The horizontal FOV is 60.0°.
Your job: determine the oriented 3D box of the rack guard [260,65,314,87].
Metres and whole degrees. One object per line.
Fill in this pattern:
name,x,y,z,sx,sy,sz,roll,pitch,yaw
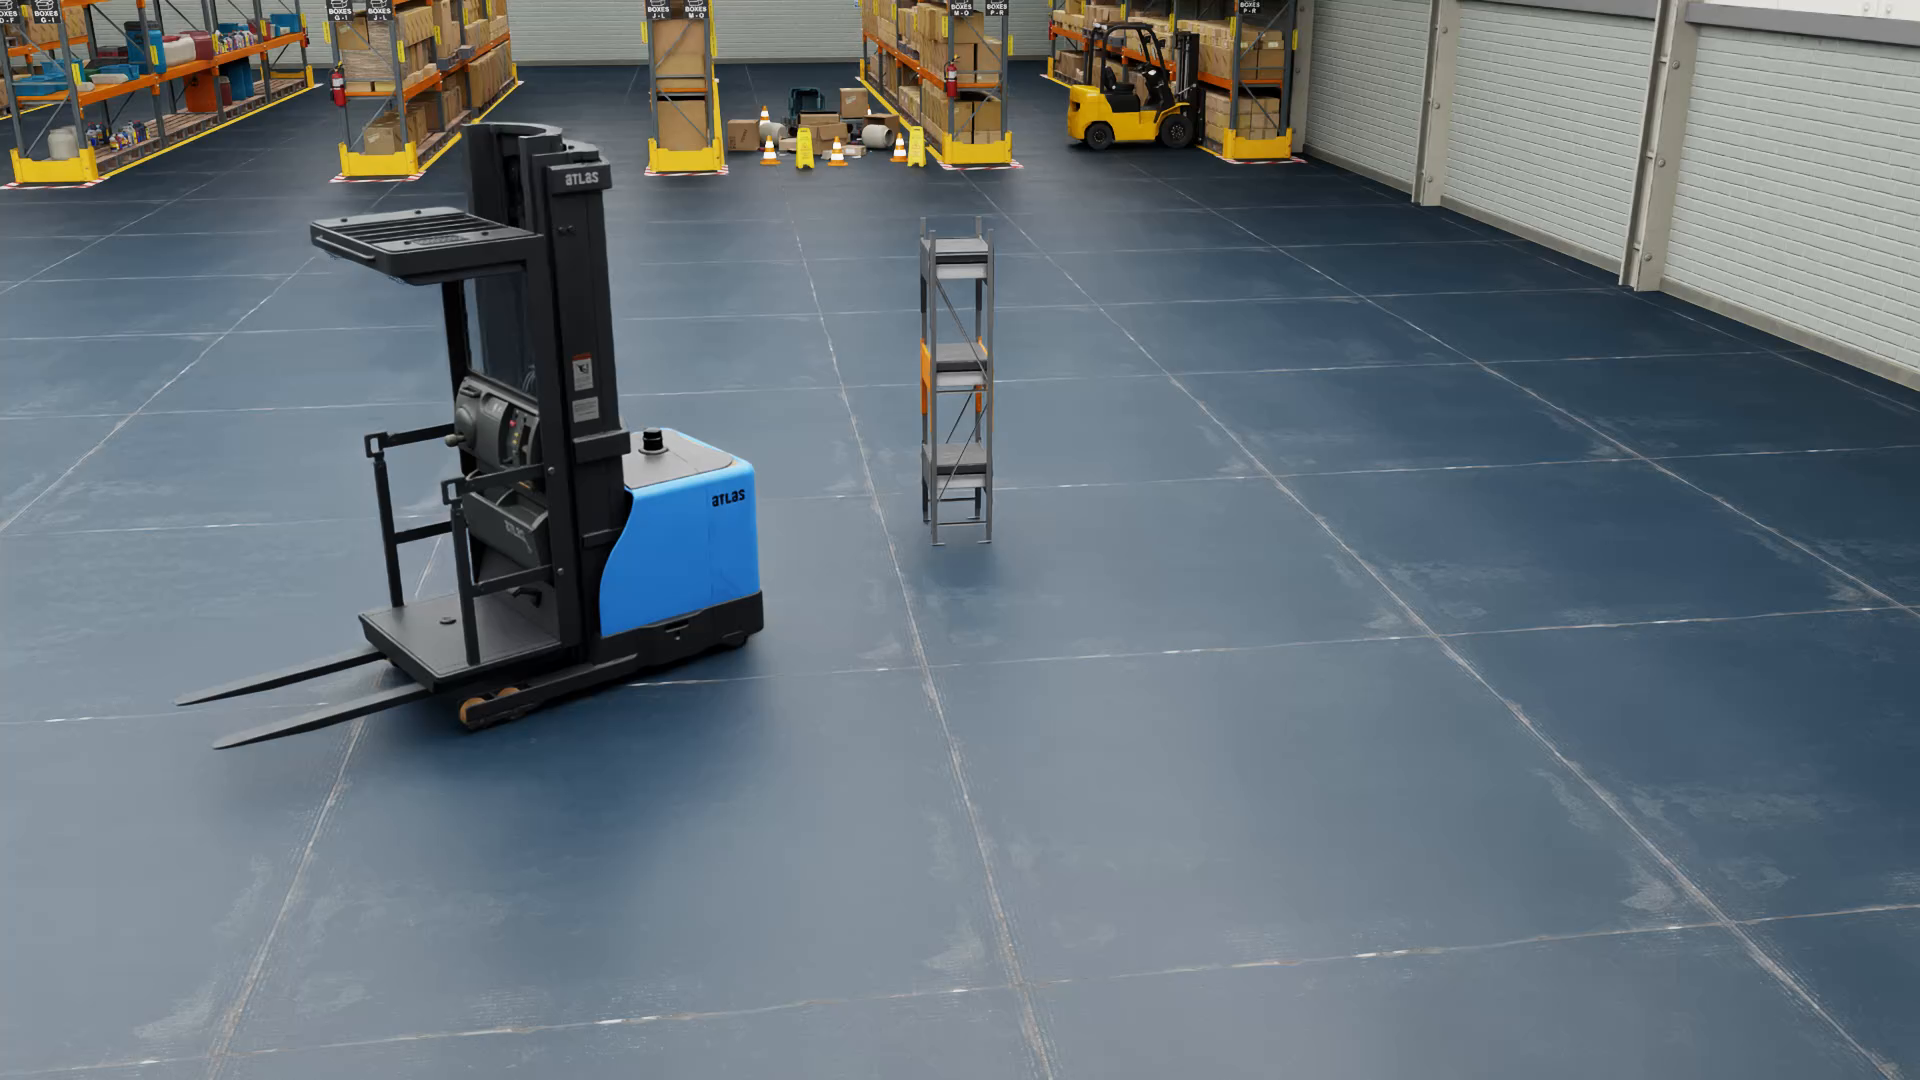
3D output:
rack guard,-16.729,-11.525,41.358,1.175,0.500,0.348,-3,21,-8

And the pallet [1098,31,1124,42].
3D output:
pallet,3.775,-11.502,38.000,1.003,0.211,1.213,-3,21,-8

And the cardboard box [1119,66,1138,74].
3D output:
cardboard box,3.738,-10.407,36.839,0.380,0.149,0.250,-4,21,-10

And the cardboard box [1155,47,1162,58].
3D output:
cardboard box,4.227,-9.799,33.380,0.500,0.250,0.500,-3,21,-8

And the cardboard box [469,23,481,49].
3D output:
cardboard box,-10.683,-10.926,36.038,0.500,0.500,0.500,-3,21,-8

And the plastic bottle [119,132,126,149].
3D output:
plastic bottle,-14.423,-6.873,28.601,0.097,0.271,0.097,0,20,0

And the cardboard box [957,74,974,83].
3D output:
cardboard box,0.036,-7.899,28.437,0.380,0.149,0.250,-2,21,-6

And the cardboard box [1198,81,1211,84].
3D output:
cardboard box,4.899,-8.751,32.259,0.500,0.250,0.500,-3,21,-7

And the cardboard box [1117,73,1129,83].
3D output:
cardboard box,3.786,-10.081,36.891,0.500,0.500,0.500,-2,21,-6

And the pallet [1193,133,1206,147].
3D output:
pallet,4.889,-7.527,31.068,1.003,0.211,1.213,-3,21,-8

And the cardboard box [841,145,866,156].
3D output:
cardboard box,-1.886,-6.914,29.515,0.380,0.149,0.250,8,22,20

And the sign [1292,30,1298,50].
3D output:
sign,5.763,-8.618,28.653,0.100,0.325,0.005,-3,21,-8

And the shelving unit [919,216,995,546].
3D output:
shelving unit,-0.024,-1.041,11.002,0.431,2.100,0.503,-3,21,-8

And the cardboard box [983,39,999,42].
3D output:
cardboard box,0.430,-8.441,28.962,0.500,0.500,0.500,-2,21,-6

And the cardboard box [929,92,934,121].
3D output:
cardboard box,-0.295,-7.960,30.500,0.500,0.500,0.500,-2,21,-5

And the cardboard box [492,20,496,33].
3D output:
cardboard box,-11.110,-11.970,38.768,0.500,0.250,0.500,-3,21,-8

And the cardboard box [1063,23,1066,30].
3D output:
cardboard box,2.819,-12.995,42.082,0.380,0.149,0.250,-4,21,-9

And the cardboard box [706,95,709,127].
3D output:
cardboard box,-5.337,-8.351,31.904,1.050,0.750,0.750,-3,21,-8

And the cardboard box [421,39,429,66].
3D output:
cardboard box,-10.078,-8.810,29.950,0.875,0.500,0.500,-3,21,-8

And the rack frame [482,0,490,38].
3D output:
rack frame,-11.235,-11.553,37.861,1.000,3.000,0.127,-3,21,-8

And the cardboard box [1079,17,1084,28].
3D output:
cardboard box,3.168,-12.537,40.286,0.500,0.250,0.500,-2,21,-6

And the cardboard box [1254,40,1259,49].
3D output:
cardboard box,5.322,-8.713,29.187,0.380,0.149,0.250,-3,21,-8

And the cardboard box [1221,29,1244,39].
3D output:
cardboard box,4.822,-8.926,29.332,0.380,0.149,0.250,-2,21,-7

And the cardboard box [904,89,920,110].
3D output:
cardboard box,-0.666,-9.182,34.669,0.950,0.372,0.625,-3,21,-9

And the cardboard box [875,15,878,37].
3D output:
cardboard box,-1.748,-12.247,39.577,0.500,0.500,0.500,-3,21,-7

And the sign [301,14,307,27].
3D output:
sign,-16.170,-12.798,40.961,0.100,0.325,0.005,-3,21,-8

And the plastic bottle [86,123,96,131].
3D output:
plastic bottle,-15.250,-7.133,29.183,0.144,0.351,0.185,-4,21,-10

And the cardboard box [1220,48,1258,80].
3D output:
cardboard box,4.882,-8.353,29.152,0.500,0.500,0.500,-3,21,-9

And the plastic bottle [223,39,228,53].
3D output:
plastic bottle,-15.411,-10.352,34.829,0.097,0.271,0.097,0,20,0

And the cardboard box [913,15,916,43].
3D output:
cardboard box,-0.641,-9.986,32.497,0.500,0.500,0.500,-3,21,-7

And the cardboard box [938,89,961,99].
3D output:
cardboard box,-0.191,-7.850,29.276,0.380,0.149,0.250,-2,21,-6

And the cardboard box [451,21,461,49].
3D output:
cardboard box,-10.361,-10.038,33.063,0.700,0.500,0.500,0,20,0

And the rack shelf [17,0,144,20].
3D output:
rack shelf,-14.694,-8.909,27.523,1.077,0.370,4.000,-3,21,-8

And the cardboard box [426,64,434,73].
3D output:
cardboard box,-9.733,-8.519,30.096,0.380,0.149,0.250,-3,21,-8

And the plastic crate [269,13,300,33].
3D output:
plastic crate,-16.479,-12.626,40.598,0.616,0.435,0.499,-3,21,-8

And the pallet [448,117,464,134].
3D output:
pallet,-10.374,-8.169,32.787,1.003,0.211,1.213,-3,21,-8

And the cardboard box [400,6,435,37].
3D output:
cardboard box,-9.744,-9.296,29.820,0.500,0.500,0.500,-3,21,-8

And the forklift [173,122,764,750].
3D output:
forklift,-2.596,-0.597,8.627,3.031,2.935,1.130,-16,26,-37

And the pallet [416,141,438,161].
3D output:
pallet,-9.770,-6.823,29.181,1.003,0.211,1.213,-3,21,-8

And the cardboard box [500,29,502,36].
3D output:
cardboard box,-11.214,-12.184,39.910,0.380,0.149,0.250,-3,21,-7

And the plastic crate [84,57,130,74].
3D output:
plastic crate,-15.033,-8.316,29.284,0.767,0.338,0.504,-3,21,-8

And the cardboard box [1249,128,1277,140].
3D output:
cardboard box,5.336,-7.238,29.638,0.500,0.250,0.500,-3,21,-8

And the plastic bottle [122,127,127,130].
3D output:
plastic bottle,-14.720,-7.172,29.396,0.152,0.276,0.135,-3,21,-8

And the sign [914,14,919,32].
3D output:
sign,-0.824,-9.796,31.502,0.100,0.325,0.005,-3,21,-8

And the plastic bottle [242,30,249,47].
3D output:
plastic bottle,-15.680,-10.978,36.393,0.144,0.351,0.185,-3,21,-8

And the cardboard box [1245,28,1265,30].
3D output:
cardboard box,5.299,-9.036,29.627,0.380,0.149,0.250,-3,21,-7

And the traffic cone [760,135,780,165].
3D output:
traffic cone,-3.253,-6.680,28.441,0.336,0.463,0.334,-3,21,-8

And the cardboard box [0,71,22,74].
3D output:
cardboard box,-21.401,-10.273,37.377,0.500,0.500,0.500,-3,21,-8

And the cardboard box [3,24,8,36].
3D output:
cardboard box,-21.364,-11.261,36.938,0.500,0.500,0.500,-3,21,-7

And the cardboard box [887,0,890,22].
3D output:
cardboard box,-1.332,-11.698,36.678,0.500,0.500,0.500,-3,21,-8

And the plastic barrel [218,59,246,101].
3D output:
plastic barrel,-15.972,-10.082,36.323,0.600,0.901,0.708,-3,21,-8

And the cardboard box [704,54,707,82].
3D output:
cardboard box,-4.738,-8.199,28.667,0.875,0.550,0.550,-3,21,-8

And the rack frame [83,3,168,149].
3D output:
rack frame,-14.983,-8.533,29.776,1.000,3.000,0.127,-3,21,-8

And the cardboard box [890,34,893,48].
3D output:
cardboard box,-1.271,-10.936,36.422,0.500,0.250,0.500,-3,21,-7
